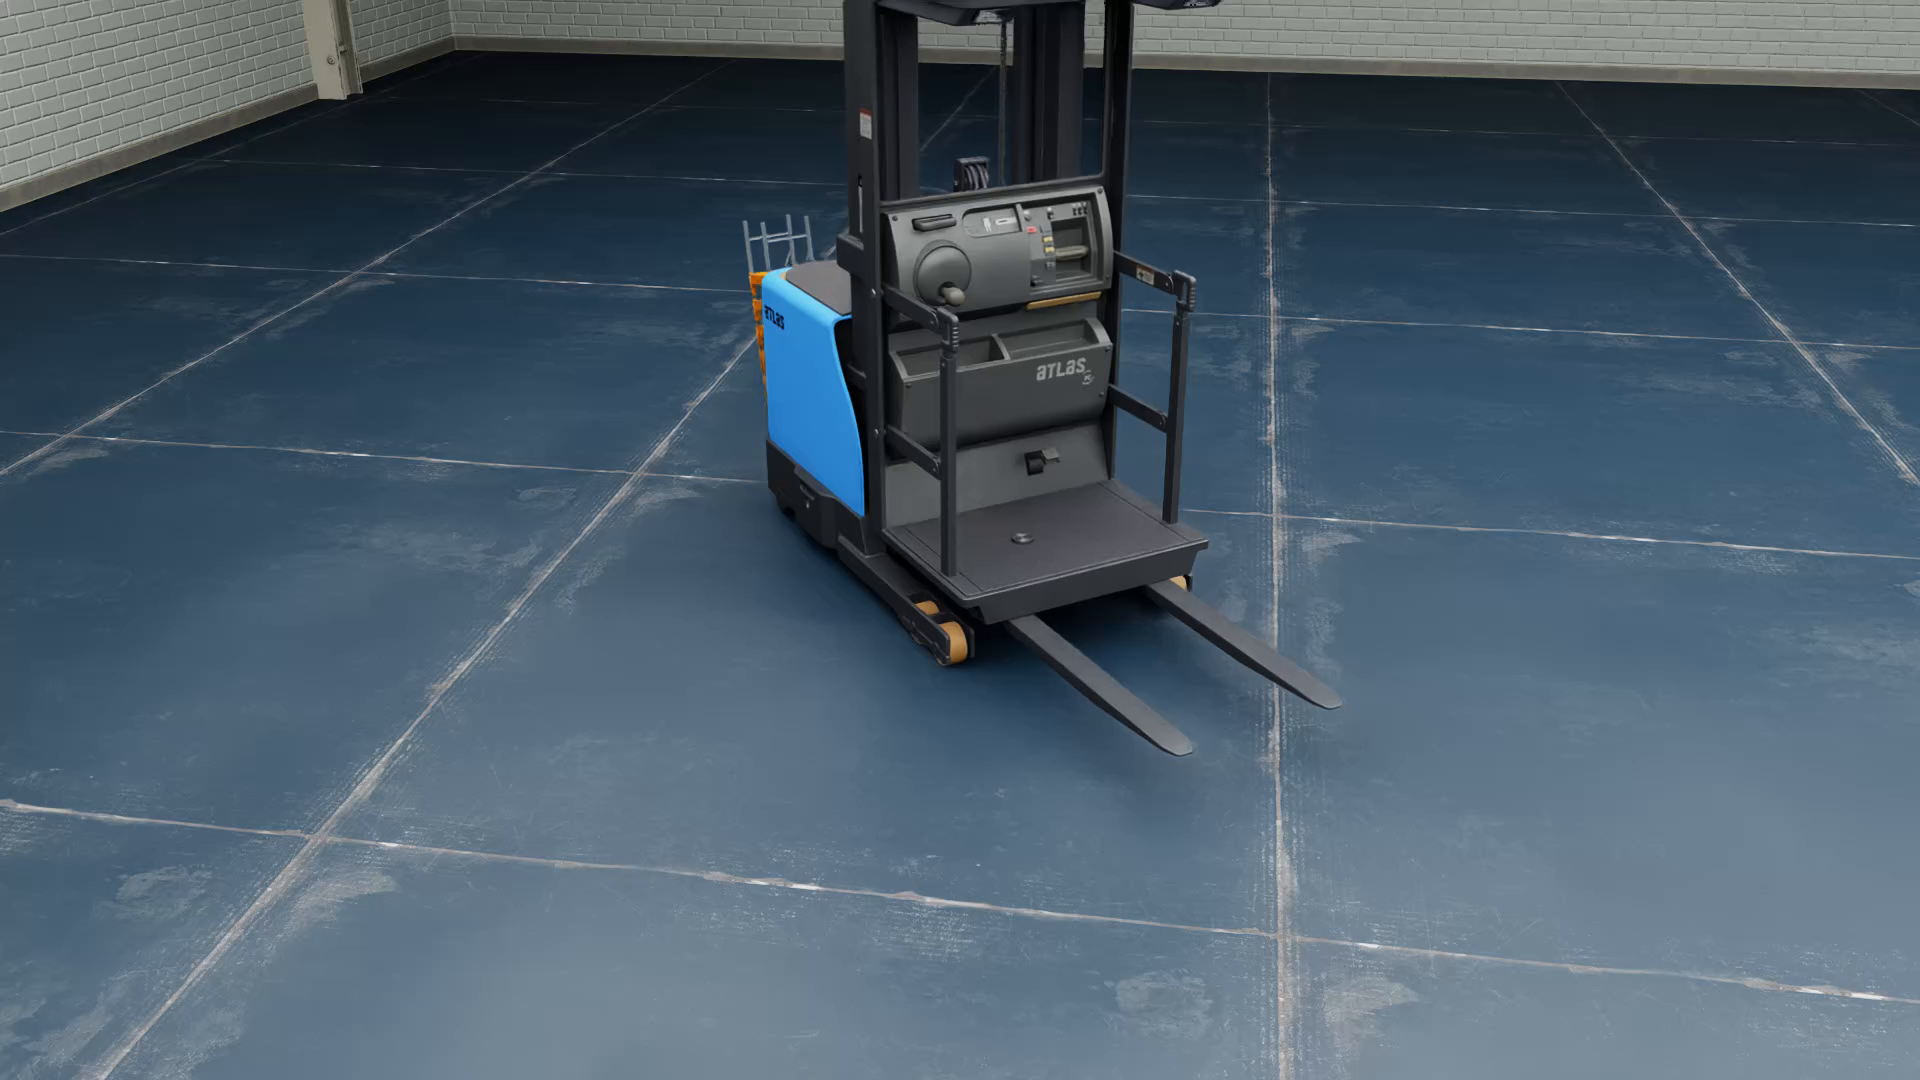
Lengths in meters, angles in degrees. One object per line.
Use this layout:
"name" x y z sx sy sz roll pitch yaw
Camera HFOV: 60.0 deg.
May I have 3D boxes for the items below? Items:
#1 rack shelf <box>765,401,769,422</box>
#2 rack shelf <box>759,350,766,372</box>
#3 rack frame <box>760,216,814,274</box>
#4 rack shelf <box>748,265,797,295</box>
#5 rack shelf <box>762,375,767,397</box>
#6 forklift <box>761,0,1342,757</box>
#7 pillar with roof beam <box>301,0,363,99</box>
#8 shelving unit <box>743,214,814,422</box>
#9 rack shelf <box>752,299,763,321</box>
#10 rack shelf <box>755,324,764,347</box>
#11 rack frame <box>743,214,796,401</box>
"rack shelf" -0.754 -0.614 7.790 0.258 0.103 0.180 -16 19 -30
"rack shelf" -0.776 -0.843 7.721 0.258 0.103 0.180 -16 19 -30
"rack frame" -0.731 -0.867 7.633 0.240 1.200 0.006 -16 19 -30
"rack shelf" -0.810 -1.186 7.617 0.258 0.103 0.180 -16 19 -30
"rack shelf" -0.765 -0.729 7.755 0.258 0.103 0.180 -16 19 -30
"forklift" 0.266 -1.074 6.086 1.130 2.935 3.031 -13 28 -26
"pillar with roof beam" -2.056 -8.296 14.360 9.100 9.000 0.400 4 25 9
"shelving unit" -0.780 -0.885 7.708 0.258 1.200 0.189 -16 19 -30
"rack shelf" -0.799 -1.072 7.651 0.258 0.103 0.180 -16 19 -30
"rack shelf" -0.788 -0.957 7.686 0.258 0.103 0.180 -16 19 -30
"rack frame" -0.830 -0.903 7.783 0.240 1.200 0.006 -16 19 -30
